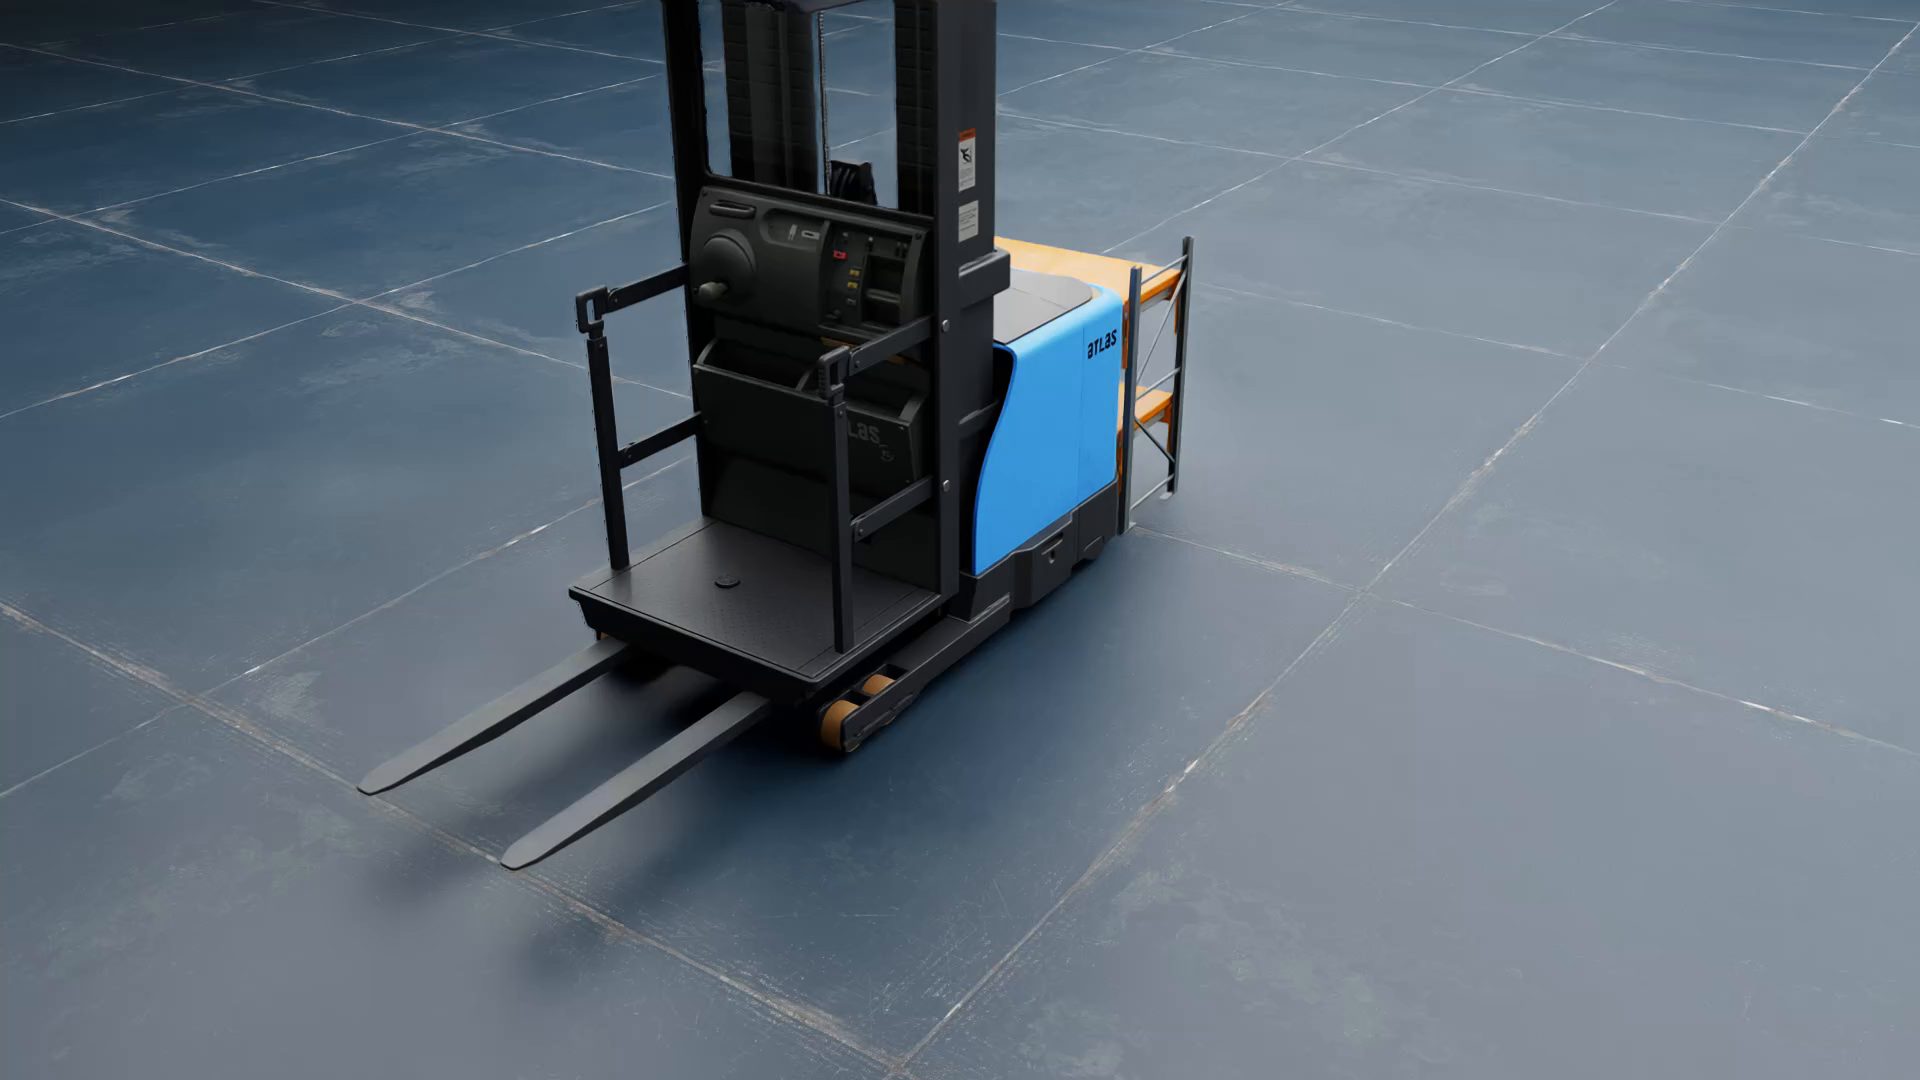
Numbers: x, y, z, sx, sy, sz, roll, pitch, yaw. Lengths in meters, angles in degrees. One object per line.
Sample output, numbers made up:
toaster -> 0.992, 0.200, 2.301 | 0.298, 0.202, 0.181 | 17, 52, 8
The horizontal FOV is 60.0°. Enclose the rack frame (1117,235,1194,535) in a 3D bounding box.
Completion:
rack frame -> 0.791, -0.622, 6.732 | 0.032, 1.125, 0.500 | 16, 31, 29

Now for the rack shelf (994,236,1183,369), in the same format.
rack shelf -> 0.363, -1.007, 6.843 | 1.000, 0.278, 0.538 | 16, 31, 29

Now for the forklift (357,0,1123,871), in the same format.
forklift -> -0.624, -0.865, 5.218 | 1.130, 2.935, 3.031 | 17, 32, 30

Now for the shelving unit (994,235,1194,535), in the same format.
shelving unit -> 0.363, -0.746, 6.976 | 1.048, 1.125, 0.538 | 16, 31, 29

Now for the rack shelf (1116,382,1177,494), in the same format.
rack shelf -> 0.363, -0.528, 7.087 | 1.000, 0.278, 0.538 | 16, 31, 29
